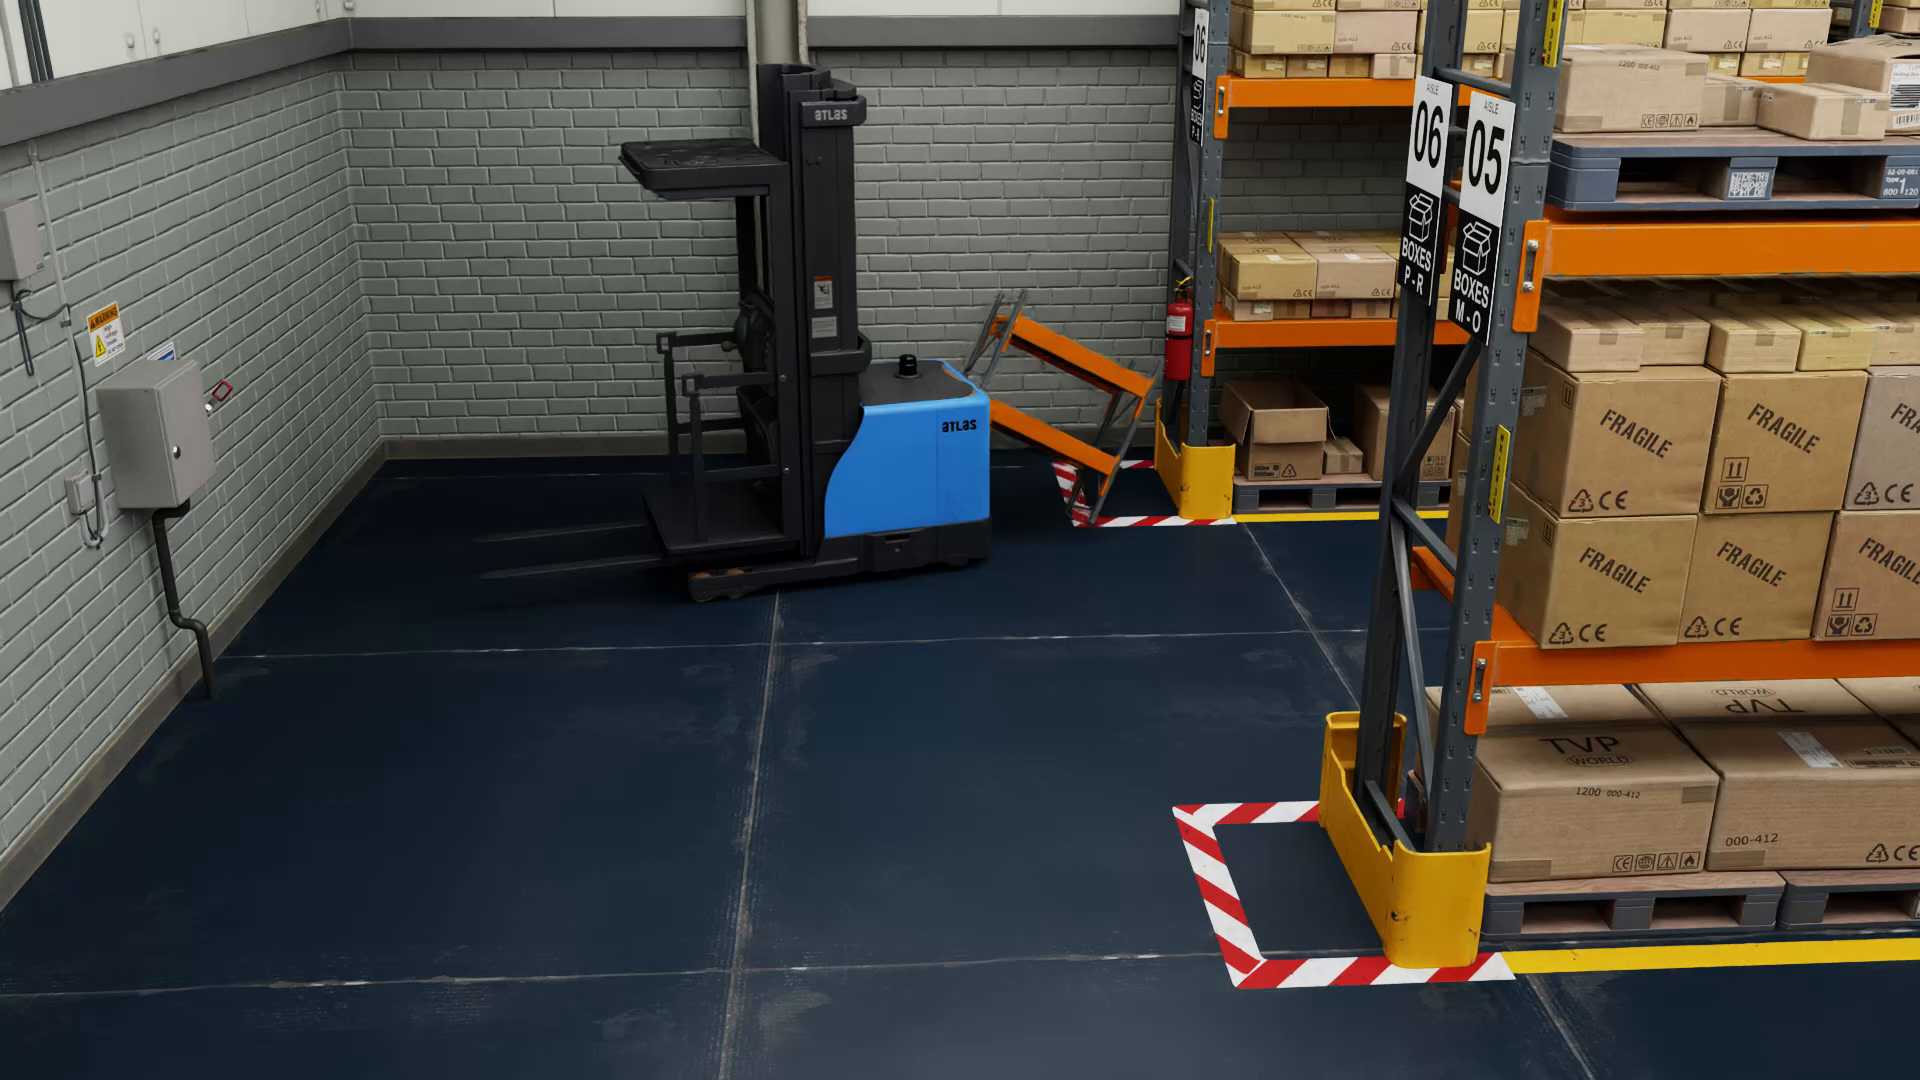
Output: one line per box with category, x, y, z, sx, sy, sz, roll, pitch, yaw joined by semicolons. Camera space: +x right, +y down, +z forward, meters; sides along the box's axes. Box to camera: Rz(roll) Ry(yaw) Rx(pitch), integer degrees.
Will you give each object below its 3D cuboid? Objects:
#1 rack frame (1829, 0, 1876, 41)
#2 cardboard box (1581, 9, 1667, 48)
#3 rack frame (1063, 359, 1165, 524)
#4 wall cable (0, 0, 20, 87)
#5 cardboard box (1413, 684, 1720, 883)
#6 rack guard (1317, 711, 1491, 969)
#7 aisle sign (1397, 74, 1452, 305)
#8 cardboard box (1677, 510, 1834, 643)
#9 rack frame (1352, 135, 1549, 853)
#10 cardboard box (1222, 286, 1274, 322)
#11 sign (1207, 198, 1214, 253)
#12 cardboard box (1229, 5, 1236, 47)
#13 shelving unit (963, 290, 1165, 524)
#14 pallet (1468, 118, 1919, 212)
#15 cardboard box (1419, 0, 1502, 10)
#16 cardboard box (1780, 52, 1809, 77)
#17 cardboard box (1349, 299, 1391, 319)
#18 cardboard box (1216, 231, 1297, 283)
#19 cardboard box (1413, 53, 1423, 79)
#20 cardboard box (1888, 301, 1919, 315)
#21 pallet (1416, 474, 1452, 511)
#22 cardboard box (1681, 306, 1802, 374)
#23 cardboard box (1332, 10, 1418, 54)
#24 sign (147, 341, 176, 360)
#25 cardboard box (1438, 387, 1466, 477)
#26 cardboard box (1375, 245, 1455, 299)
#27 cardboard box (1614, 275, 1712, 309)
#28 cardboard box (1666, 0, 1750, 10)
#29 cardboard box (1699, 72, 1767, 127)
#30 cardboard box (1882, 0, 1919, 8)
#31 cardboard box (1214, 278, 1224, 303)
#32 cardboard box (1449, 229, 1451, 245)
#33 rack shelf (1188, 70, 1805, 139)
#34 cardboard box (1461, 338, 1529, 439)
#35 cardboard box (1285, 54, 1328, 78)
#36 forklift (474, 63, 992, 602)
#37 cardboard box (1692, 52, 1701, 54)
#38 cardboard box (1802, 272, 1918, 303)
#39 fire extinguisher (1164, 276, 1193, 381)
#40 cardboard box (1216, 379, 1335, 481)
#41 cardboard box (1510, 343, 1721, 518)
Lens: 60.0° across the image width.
rack frame;5.516;-4.627;10.128;0.127;3.000;1.000;-1;21;-3
cardboard box;4.018;-3.175;10.321;0.500;0.250;0.500;-1;21;-2
rack frame;0.990;-0.650;10.765;0.032;1.125;0.500;24;-1;-18
wall cable;-3.894;-2.834;5.419;0.029;3.000;2.355;-1;21;-3
cardboard box;2.462;0.973;6.860;0.875;0.438;0.875;-2;21;-5
rack guard;1.785;1.190;6.794;0.348;0.500;1.175;-1;21;-3
aisle sign;1.720;-1.303;6.173;0.004;0.787;0.394;-1;21;-3
cardboard box;2.808;0.046;6.143;0.500;0.500;0.500;-1;21;-4
rack frame;1.809;0.021;6.351;0.127;3.000;1.000;-1;21;-3
cardboard box;1.866;-1.534;10.788;0.250;0.149;0.380;-1;21;-3
sign;1.553;-1.954;10.321;0.005;0.325;0.100;-1;21;-3
cardboard box;1.951;-3.319;10.699;0.500;0.250;0.500;-2;21;-4
shelving unit;0.550;-0.847;10.606;1.048;1.125;0.538;24;-1;-18
pallet;2.549;-1.358;5.882;1.213;0.211;1.003;-1;21;-3
cardboard box;2.989;-3.385;10.171;0.500;0.250;0.500;-1;21;-4
cardboard box;5.174;-2.996;10.411;0.250;0.149;0.380;-1;21;-3
cardboard box;2.633;-1.557;10.847;0.250;0.149;0.380;-1;21;-1
cardboard box;1.966;-1.915;11.228;0.500;0.250;0.500;-1;21;-1
cardboard box;2.887;-2.941;10.267;0.250;0.149;0.380;-1;21;-3
cardboard box;3.475;-0.726;5.855;0.250;0.149;0.380;-1;21;-3
pallet;3.609;-0.481;11.588;1.213;0.211;1.003;-1;21;-3
cardboard box;2.703;-0.700;5.787;0.250;0.149;0.380;-1;21;-1
cardboard box;2.487;-3.143;10.237;0.500;0.250;0.500;-1;21;-2
sign;-4.028;-0.732;8.462;0.001;0.494;0.329;-1;21;-3
cardboard box;3.527;-0.728;11.240;0.500;0.500;0.500;-1;21;-2
cardboard box;3.000;-1.747;10.785;0.500;0.250;0.500;-2;21;-4
cardboard box;2.661;-0.924;6.374;0.250;0.149;0.380;-1;21;-4
cardboard box;4.519;-3.419;10.259;0.500;0.250;0.500;-1;21;-4
cardboard box;2.667;-1.585;5.974;0.250;0.149;0.380;-3;21;-7
cardboard box;5.839;-3.340;10.167;0.250;0.149;0.380;-1;21;-1
cardboard box;1.838;-1.727;11.294;0.250;0.149;0.380;-1;21;-4
cardboard box;3.498;-1.944;11.304;0.500;0.250;0.500;-1;21;-3
rack shelf;3.519;-2.849;10.683;4.000;0.370;1.077;-1;21;-3
cardboard box;2.277;-0.588;6.403;0.500;0.500;0.500;0;21;-1
cardboard box;2.114;-2.965;10.331;0.250;0.149;0.380;-1;21;-2
forklift;-1.381;-1.219;9.704;3.031;2.935;1.130;-6;22;-16
cardboard box;4.415;-2.986;10.386;0.250;0.149;0.380;-1;21;-3
cardboard box;3.427;-0.920;6.365;0.250;0.149;0.380;-1;21;-2
fire extinguisher;1.402;-1.365;10.623;0.183;0.674;0.296;-1;21;-3
cardboard box;2.138;-0.751;11.295;0.637;0.503;0.797;-2;21;-5
cardboard box;2.305;-0.402;5.915;0.500;0.500;0.500;-2;21;-4
